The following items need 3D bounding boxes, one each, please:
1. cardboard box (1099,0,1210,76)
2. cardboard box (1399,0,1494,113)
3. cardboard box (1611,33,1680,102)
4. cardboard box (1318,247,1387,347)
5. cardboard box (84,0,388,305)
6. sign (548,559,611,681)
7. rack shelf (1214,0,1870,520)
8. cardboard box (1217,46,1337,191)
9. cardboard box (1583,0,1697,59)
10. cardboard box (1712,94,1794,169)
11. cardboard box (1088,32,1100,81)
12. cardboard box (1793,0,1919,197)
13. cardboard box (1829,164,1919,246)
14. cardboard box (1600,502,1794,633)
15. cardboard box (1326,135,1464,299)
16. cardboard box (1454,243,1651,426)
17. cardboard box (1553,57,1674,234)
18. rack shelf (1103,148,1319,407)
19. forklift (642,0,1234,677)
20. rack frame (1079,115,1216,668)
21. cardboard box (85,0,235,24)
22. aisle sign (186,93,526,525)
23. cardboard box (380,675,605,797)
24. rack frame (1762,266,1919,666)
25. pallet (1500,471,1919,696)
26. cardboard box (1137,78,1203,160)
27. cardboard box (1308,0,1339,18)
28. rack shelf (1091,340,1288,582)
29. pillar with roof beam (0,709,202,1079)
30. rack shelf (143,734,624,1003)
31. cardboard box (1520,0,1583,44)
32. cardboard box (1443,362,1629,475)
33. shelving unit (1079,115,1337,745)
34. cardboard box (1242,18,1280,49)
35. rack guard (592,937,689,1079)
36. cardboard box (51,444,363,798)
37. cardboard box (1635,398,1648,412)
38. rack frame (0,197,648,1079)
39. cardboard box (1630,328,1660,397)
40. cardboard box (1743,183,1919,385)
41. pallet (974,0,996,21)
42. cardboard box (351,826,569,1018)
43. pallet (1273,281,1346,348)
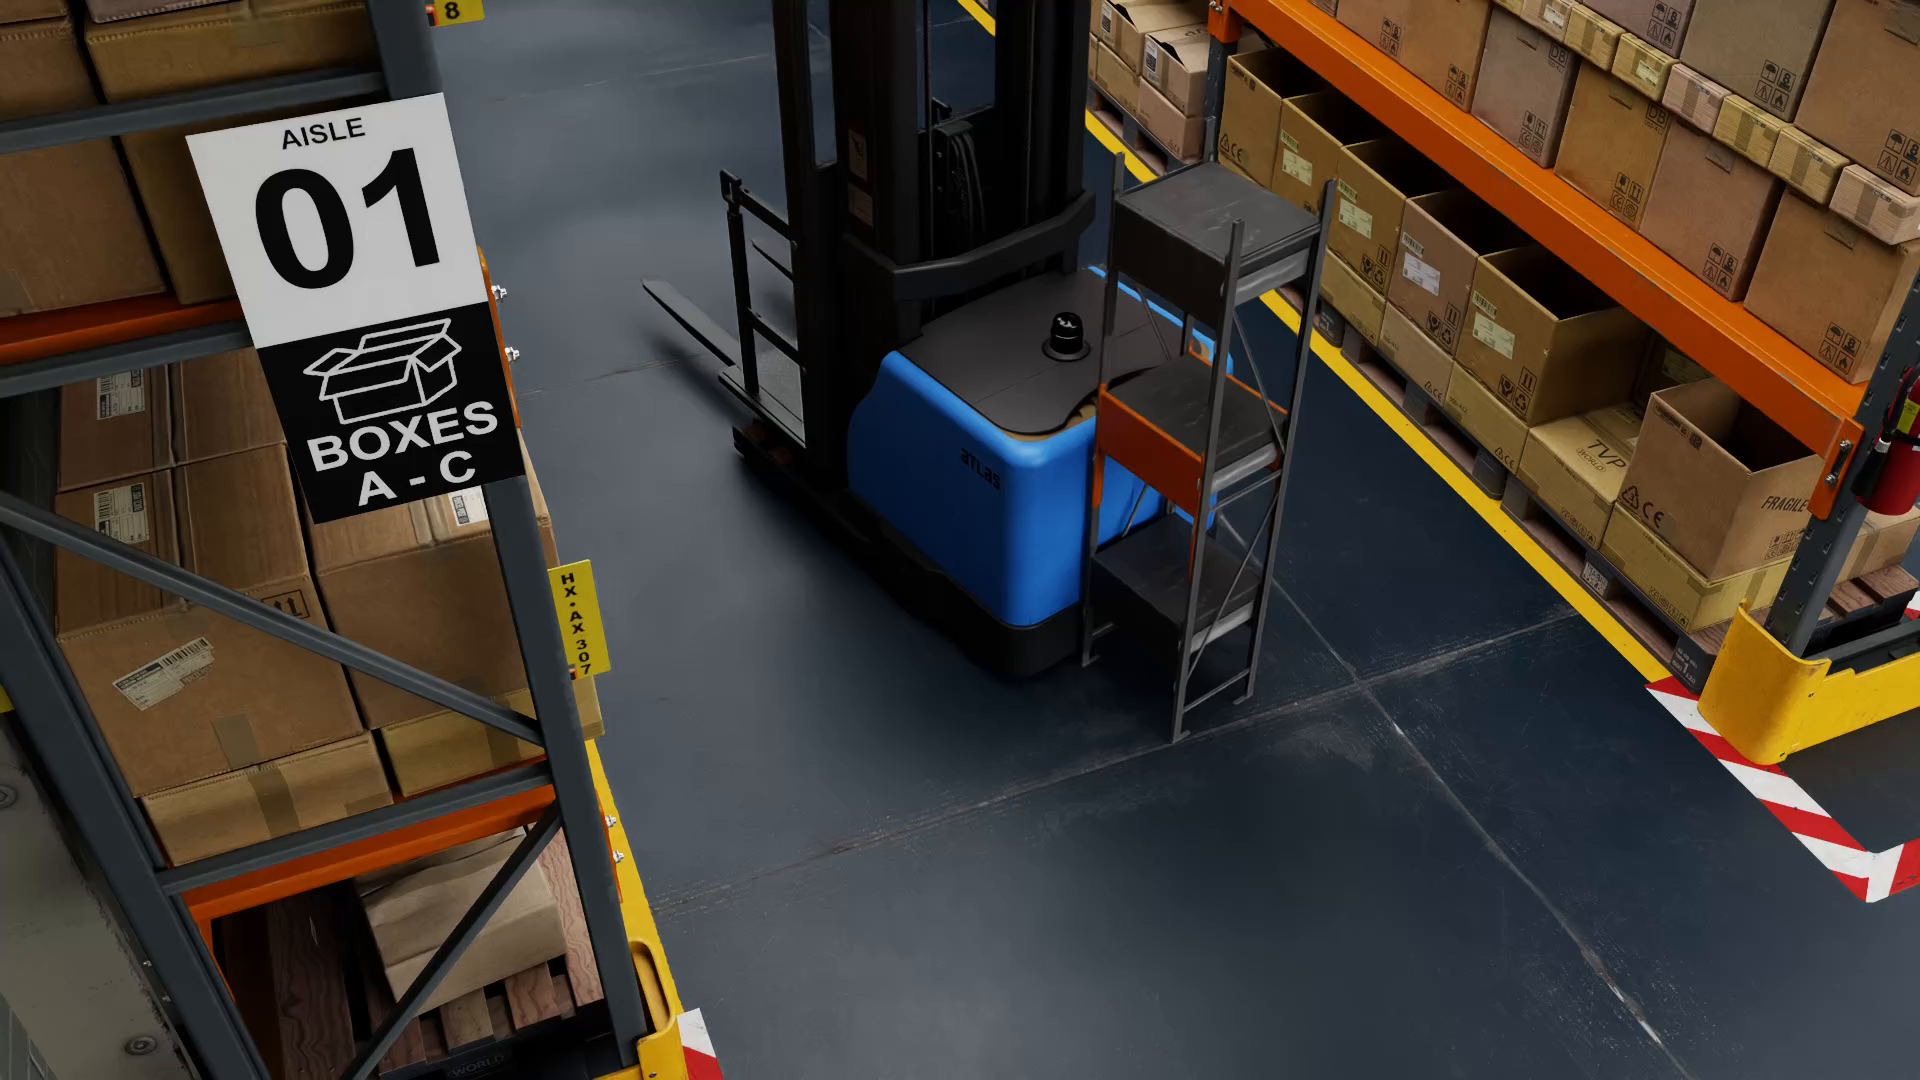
[{"bbox_3d":[1.096,-2.820,9.086,0.500,0.311,0.500,-14,43,-16],"label":"cardboard box"},{"bbox_3d":[2.292,-2.160,6.884,0.700,0.500,0.500,-14,43,-16],"label":"cardboard box"},{"bbox_3d":[2.534,-1.685,5.835,0.380,0.149,0.250,-14,43,-16],"label":"cardboard box"},{"bbox_3d":[1.991,-1.164,7.589,0.500,0.250,0.500,-15,43,-17],"label":"cardboard box"},{"bbox_3d":[-1.221,-0.806,2.994,0.500,0.500,0.500,-14,43,-16],"label":"cardboard box"},{"bbox_3d":[-0.823,0.177,3.580,0.100,0.325,0.005,-15,43,-17],"label":"sign"},{"bbox_3d":[2.486,-1.529,6.780,1.077,0.370,4.000,-15,43,-17],"label":"rack shelf"},{"bbox_3d":[1.609,-2.050,8.046,0.500,0.500,0.500,-15,43,-17],"label":"cardboard box"},{"bbox_3d":[2.664,-2.062,5.776,0.700,0.500,0.500,-15,43,-17],"label":"cardboard box"},{"bbox_3d":[2.729,-1.375,5.474,0.380,0.149,0.250,-16,43,-17],"label":"cardboard box"},{"bbox_3d":[0.906,-2.914,9.625,0.500,0.250,0.500,-14,43,-16],"label":"cardboard box"},{"bbox_3d":[3.064,-1.443,5.056,0.700,0.500,0.500,-15,43,-17],"label":"cardboard box"},{"bbox_3d":[2.929,-1.064,5.112,0.380,0.149,0.250,-16,43,-18],"label":"cardboard box"},{"bbox_3d":[2.773,0.037,6.194,0.500,0.250,0.500,-15,43,-17],"label":"cardboard box"},{"bbox_3d":[1.991,-1.448,7.345,0.500,0.500,0.500,-15,43,-17],"label":"cardboard box"},{"bbox_3d":[2.375,-0.846,6.645,0.500,0.500,0.500,-15,43,-17],"label":"cardboard box"},{"bbox_3d":[2.694,-1.535,6.158,0.700,0.500,0.500,-15,43,-17],"label":"cardboard box"},{"bbox_3d":[0.758,-0.797,5.013,0.431,0.518,0.480,-27,47,-28],"label":"rack shelf"},{"bbox_3d":[-0.311,-1.520,6.269,1.130,2.935,3.031,-27,47,-28],"label":"forklift"},{"bbox_3d":[0.608,-0.402,5.607,0.400,2.100,0.015,-27,47,-28],"label":"rack frame"},{"bbox_3d":[-1.247,-1.214,2.701,0.500,0.500,0.500,-18,44,-20],"label":"cardboard box"},{"bbox_3d":[-1.020,-0.376,2.893,0.394,0.787,0.004,-15,43,-17],"label":"aisle sign"},{"bbox_3d":[-1.218,0.317,4.181,0.500,0.250,0.500,-16,43,-18],"label":"cardboard box"},{"bbox_3d":[3.251,-0.597,5.144,1.000,3.000,0.127,-15,43,-17],"label":"rack frame"},{"bbox_3d":[2.920,0.010,6.577,1.003,0.211,1.213,-15,43,-17],"label":"pallet"},{"bbox_3d":[1.294,-2.301,8.912,0.500,0.250,0.500,-16,43,-17],"label":"cardboard box"},{"bbox_3d":[1.896,-2.779,7.604,0.700,0.500,0.500,-16,43,-18],"label":"cardboard box"},{"bbox_3d":[0.758,-0.266,5.470,0.431,0.518,0.480,-27,47,-28],"label":"rack shelf"},{"bbox_3d":[1.586,-2.914,3.237,9.100,9.000,0.400,-15,43,-17],"label":"pillar with roof beam"},{"bbox_3d":[-2.090,-0.291,5.340,1.077,0.370,4.000,-15,43,-17],"label":"rack shelf"},{"bbox_3d":[2.333,-1.998,6.198,0.380,0.149,0.250,-16,43,-17],"label":"cardboard box"},{"bbox_3d":[2.377,-0.562,6.890,0.500,0.250,0.500,-15,43,-17],"label":"cardboard box"},{"bbox_3d":[0.758,-0.276,5.461,0.431,2.100,0.503,-27,47,-28],"label":"shelving unit"},{"bbox_3d":[1.793,-2.647,8.885,0.500,0.311,0.500,-15,43,-17],"label":"cardboard box"},{"bbox_3d":[-1.353,1.543,4.573,1.175,0.500,0.348,-15,43,-17],"label":"rack guard"},{"bbox_3d":[-1.701,0.175,3.771,0.500,0.500,0.500,-16,43,-17],"label":"cardboard box"},{"bbox_3d":[3.057,-0.393,6.693,0.500,0.250,0.500,-15,43,-17],"label":"cardboard box"},{"bbox_3d":[-1.324,0.641,3.704,1.000,3.000,0.127,-15,43,-17],"label":"rack frame"},{"bbox_3d":[2.855,-0.976,6.796,0.500,0.500,0.500,-15,43,-17],"label":"cardboard box"},{"bbox_3d":[3.084,-0.920,5.442,0.700,0.500,0.500,-15,43,-17],"label":"cardboard box"},{"bbox_3d":[0.469,-3.854,11.069,1.003,0.211,1.213,-15,43,-17],"label":"pallet"},{"bbox_3d":[-1.506,1.054,4.948,0.500,0.311,0.500,-20,45,-22],"label":"cardboard box"},{"bbox_3d":[1.986,-1.460,8.286,1.003,0.211,1.213,-15,43,-17],"label":"pallet"}]
